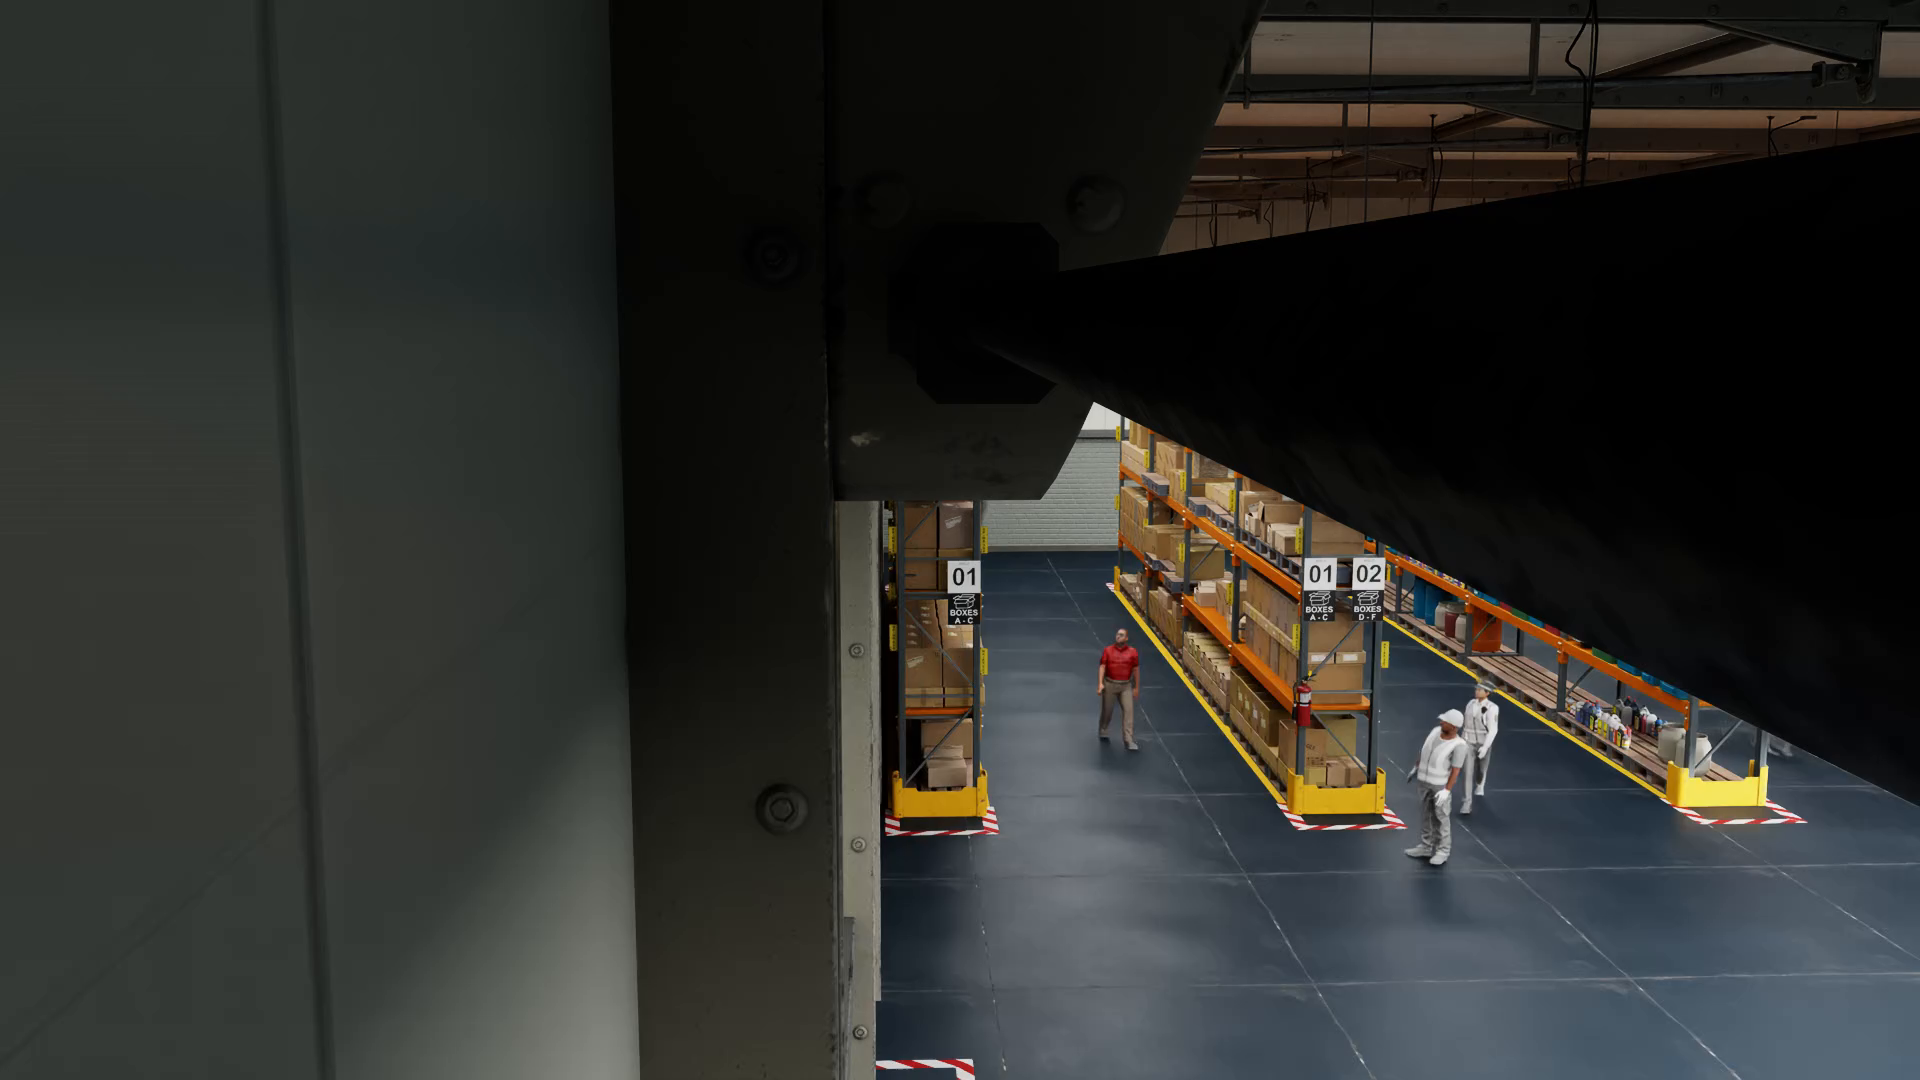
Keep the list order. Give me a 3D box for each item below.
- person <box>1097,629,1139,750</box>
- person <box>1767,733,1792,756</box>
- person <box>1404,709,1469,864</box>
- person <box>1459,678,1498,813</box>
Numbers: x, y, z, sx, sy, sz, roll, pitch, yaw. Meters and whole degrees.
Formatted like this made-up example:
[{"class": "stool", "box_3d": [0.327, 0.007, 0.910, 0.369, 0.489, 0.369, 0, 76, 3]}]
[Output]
[{"class": "person", "box_3d": [2.251, 2.106, 23.689, 0.656, 1.664, 1.025, -1, 8, -10]}, {"class": "person", "box_3d": [11.511, 2.143, 23.330, 0.477, 1.700, 0.381, 7, 11, 39]}, {"class": "person", "box_3d": [5.350, 2.760, 18.816, 0.467, 1.768, 0.695, -6, 10, -34]}, {"class": "person", "box_3d": [6.478, 2.532, 20.798, 0.448, 1.639, 1.034, 2, 8, 12]}]
